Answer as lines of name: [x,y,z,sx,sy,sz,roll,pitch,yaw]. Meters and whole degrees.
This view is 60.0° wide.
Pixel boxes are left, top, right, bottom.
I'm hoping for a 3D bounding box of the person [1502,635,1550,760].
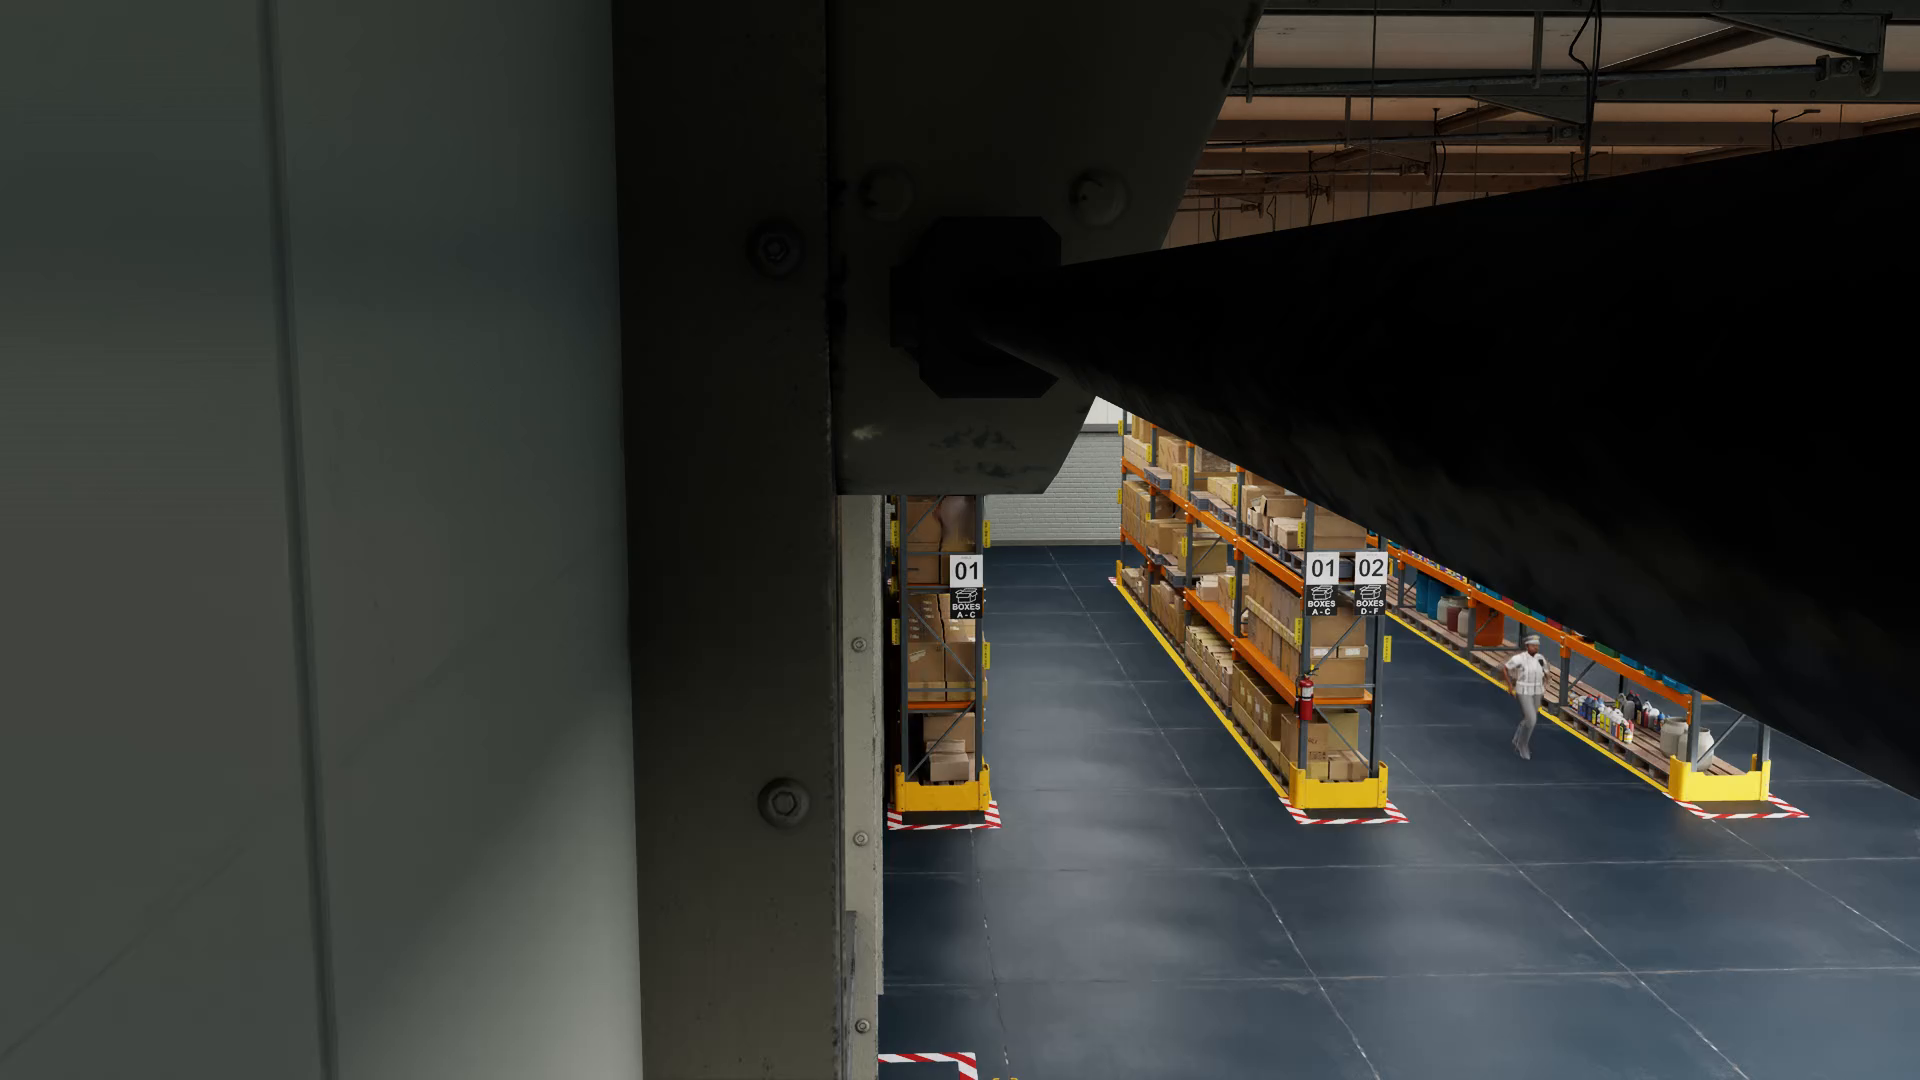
person: [7.814,2.150,22.827,0.543,1.741,0.709,-3,9,-17]
